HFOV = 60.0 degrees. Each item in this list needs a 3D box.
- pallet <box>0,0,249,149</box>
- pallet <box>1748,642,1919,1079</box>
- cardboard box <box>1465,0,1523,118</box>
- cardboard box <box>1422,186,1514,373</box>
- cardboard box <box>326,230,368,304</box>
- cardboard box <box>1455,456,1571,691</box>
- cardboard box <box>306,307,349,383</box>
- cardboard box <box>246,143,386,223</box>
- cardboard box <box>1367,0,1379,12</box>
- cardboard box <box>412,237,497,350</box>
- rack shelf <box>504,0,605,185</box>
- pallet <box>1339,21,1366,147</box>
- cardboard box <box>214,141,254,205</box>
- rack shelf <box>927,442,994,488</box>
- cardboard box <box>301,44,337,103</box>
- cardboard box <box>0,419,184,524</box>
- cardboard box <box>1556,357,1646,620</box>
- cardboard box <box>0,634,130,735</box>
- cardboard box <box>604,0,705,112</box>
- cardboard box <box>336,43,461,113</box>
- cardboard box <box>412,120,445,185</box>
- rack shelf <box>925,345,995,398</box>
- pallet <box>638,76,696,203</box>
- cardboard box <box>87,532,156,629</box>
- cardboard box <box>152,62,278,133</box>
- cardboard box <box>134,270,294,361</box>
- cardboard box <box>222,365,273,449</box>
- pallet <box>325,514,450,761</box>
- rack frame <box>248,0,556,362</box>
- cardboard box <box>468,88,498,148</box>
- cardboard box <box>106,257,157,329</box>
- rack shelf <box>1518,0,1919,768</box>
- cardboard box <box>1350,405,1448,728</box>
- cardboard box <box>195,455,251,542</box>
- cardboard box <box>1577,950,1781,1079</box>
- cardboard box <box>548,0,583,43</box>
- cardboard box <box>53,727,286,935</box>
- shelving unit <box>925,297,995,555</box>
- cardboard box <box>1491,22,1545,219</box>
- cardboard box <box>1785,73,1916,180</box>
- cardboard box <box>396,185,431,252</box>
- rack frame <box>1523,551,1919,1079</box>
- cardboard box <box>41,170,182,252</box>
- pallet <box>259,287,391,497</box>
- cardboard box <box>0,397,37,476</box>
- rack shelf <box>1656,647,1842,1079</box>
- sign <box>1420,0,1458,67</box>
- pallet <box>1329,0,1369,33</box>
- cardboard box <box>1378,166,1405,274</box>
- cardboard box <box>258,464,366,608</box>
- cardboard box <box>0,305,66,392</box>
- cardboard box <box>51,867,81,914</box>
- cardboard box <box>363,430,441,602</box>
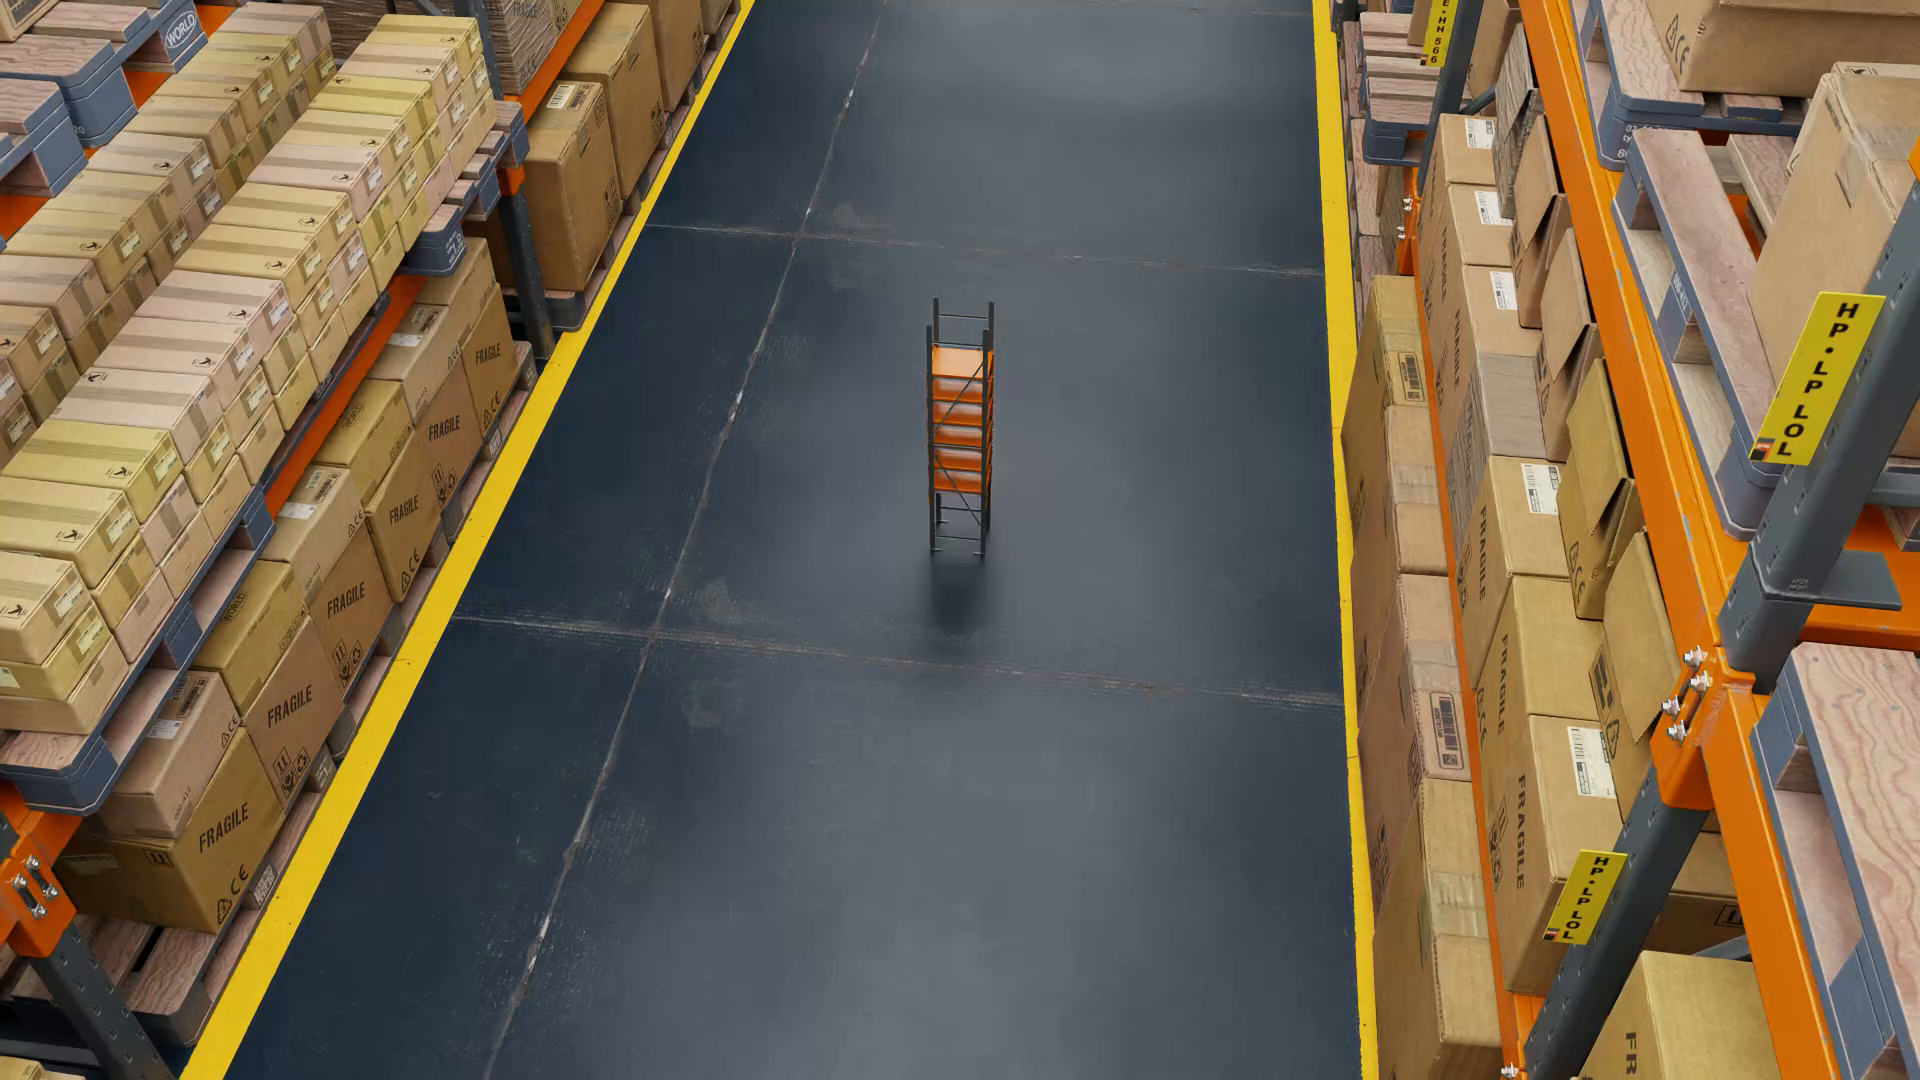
[{"bbox_3d":[-2.724,-1.468,4.596,1.213,0.211,1.003,5,44,6],"label":"pallet"},{"bbox_3d":[1.739,0.691,2.244,1.003,0.211,1.213,5,44,6],"label":"pallet"},{"bbox_3d":[2.418,-2.096,6.926,0.500,0.500,0.500,0,43,0],"label":"cardboard box"},{"bbox_3d":[1.987,-0.913,5.982,0.500,0.500,0.500,4,44,4],"label":"cardboard box"},{"bbox_3d":[-2.299,-0.967,5.773,0.380,0.149,0.250,6,44,7],"label":"cardboard box"},{"bbox_3d":[1.783,0.118,4.894,0.500,0.500,0.500,5,44,5],"label":"cardboard box"},{"bbox_3d":[-2.334,-0.679,5.684,0.380,0.149,0.250,3,44,4],"label":"cardboard box"},{"bbox_3d":[-2.266,-1.261,5.867,0.380,0.149,0.250,5,44,6],"label":"cardboard box"},{"bbox_3d":[2.813,-3.097,9.859,0.700,0.500,0.500,2,43,2],"label":"cardboard box"},{"bbox_3d":[-2.347,-1.082,7.201,0.500,0.250,0.500,4,44,5],"label":"cardboard box"},{"bbox_3d":[-2.252,-3.157,8.948,1.077,0.370,4.000,5,44,6],"label":"rack shelf"},{"bbox_3d":[2.814,-2.718,9.989,1.003,0.211,1.213,5,44,6],"label":"pallet"},{"bbox_3d":[-2.878,-1.374,6.202,0.380,0.149,0.250,5,44,6],"label":"cardboard box"},{"bbox_3d":[0.002,-0.326,6.983,0.258,0.103,0.180,5,44,6],"label":"rack shelf"},{"bbox_3d":[-2.780,-1.913,6.772,0.380,0.149,0.250,7,44,7],"label":"cardboard box"},{"bbox_3d":[-2.470,-0.198,4.744,0.380,0.149,0.250,6,44,6],"label":"cardboard box"},{"bbox_3d":[2.036,-0.112,4.407,0.797,0.503,0.637,6,44,6],"label":"cardboard box"},{"bbox_3d":[-2.538,0.383,4.563,0.380,0.149,0.250,3,44,3],"label":"cardboard box"},{"bbox_3d":[-2.112,-3.028,9.620,1.050,0.750,0.750,5,44,6],"label":"cardboard box"},{"bbox_3d":[-2.163,-1.786,6.421,0.380,0.149,0.250,5,44,5],"label":"cardboard box"},{"bbox_3d":[-2.196,-1.485,6.319,0.380,0.149,0.250,6,44,7],"label":"cardboard box"},{"bbox_3d":[0.002,-0.675,6.653,0.258,0.103,0.180,5,44,6],"label":"rack shelf"},{"bbox_3d":[-2.174,-2.402,9.655,1.003,0.211,1.213,5,44,6],"label":"pallet"},{"bbox_3d":[-2.505,0.098,4.648,0.380,0.149,0.250,4,44,5],"label":"cardboard box"},{"bbox_3d":[-2.840,-1.685,6.314,0.380,0.149,0.250,5,44,5],"label":"cardboard box"},{"bbox_3d":[-2.368,-0.714,5.289,0.380,0.149,0.250,7,44,7],"label":"cardboard box"},{"bbox_3d":[-2.404,-0.439,5.215,0.380,0.149,0.250,7,44,7],"label":"cardboard box"},{"bbox_3d":[-2.785,0.319,6.782,1.003,0.211,1.213,5,44,6],"label":"pallet"},{"bbox_3d":[-2.517,-2.055,7.261,1.000,3.000,0.127,5,44,6],"label":"rack frame"},{"bbox_3d":[-2.126,-1.738,6.804,0.380,0.149,0.250,6,44,6],"label":"cardboard box"},{"bbox_3d":[-2.980,-0.851,5.650,0.380,0.149,0.250,7,44,7],"label":"cardboard box"},{"bbox_3d":[2.122,-1.000,4.488,1.077,0.370,4.000,5,44,6],"label":"rack shelf"},{"bbox_3d":[2.149,0.159,6.162,1.225,0.875,0.875,5,44,6],"label":"cardboard box"},{"bbox_3d":[-2.436,-0.147,5.123,0.380,0.149,0.250,6,44,6],"label":"cardboard box"},{"bbox_3d":[1.541,1.168,3.204,0.500,0.500,0.500,5,44,6],"label":"cardboard box"},{"bbox_3d":[-2.125,-2.719,7.890,0.500,0.500,0.500,5,44,5],"label":"cardboard box"},{"bbox_3d":[-2.685,0.947,5.603,0.500,0.500,0.500,7,44,7],"label":"cardboard box"},{"bbox_3d":[0.002,-0.446,6.870,0.258,1.200,0.189,5,44,6],"label":"shelving unit"},{"bbox_3d":[2.274,-1.439,5.808,0.797,0.503,0.637,7,44,7],"label":"cardboard box"},{"bbox_3d":[2.092,-0.758,3.469,0.500,0.311,0.500,4,44,4],"label":"cardboard box"},{"bbox_3d":[-2.231,-1.224,6.261,0.380,0.149,0.250,5,44,5],"label":"cardboard box"},{"bbox_3d":[1.858,1.191,3.833,1.000,3.000,0.127,5,44,6],"label":"rack frame"},{"bbox_3d":[-2.942,-1.139,5.738,0.380,0.149,0.250,6,44,7],"label":"cardboard box"},{"bbox_3d":[-2.738,-0.632,5.898,1.003,0.211,1.213,5,44,6],"label":"pallet"},{"bbox_3d":[-3.088,-0.323,5.092,0.380,0.149,0.250,4,44,4],"label":"cardboard box"},{"bbox_3d":[1.593,1.726,1.609,1.077,0.370,4.000,5,44,6],"label":"rack shelf"},{"bbox_3d":[1.847,-1.970,6.386,0.100,0.325,0.005,5,44,6],"label":"sign"},{"bbox_3d":[2.969,-3.710,11.036,1.003,0.211,1.213,5,44,6],"label":"pallet"},{"bbox_3d":[2.516,-1.625,8.305,0.700,0.500,0.500,2,43,2],"label":"cardboard box"},{"bbox_3d":[-2.546,-0.036,6.096,0.500,0.250,0.500,7,44,7],"label":"cardboard box"},{"bbox_3d":[-3.045,-0.603,5.172,0.380,0.149,0.250,4,44,4],"label":"cardboard box"},{"bbox_3d":[-3.197,0.899,5.654,0.500,0.500,0.500,4,44,5],"label":"cardboard box"},{"bbox_3d":[-2.471,-0.112,6.722,0.500,0.500,0.500,3,44,4],"label":"cardboard box"}]
